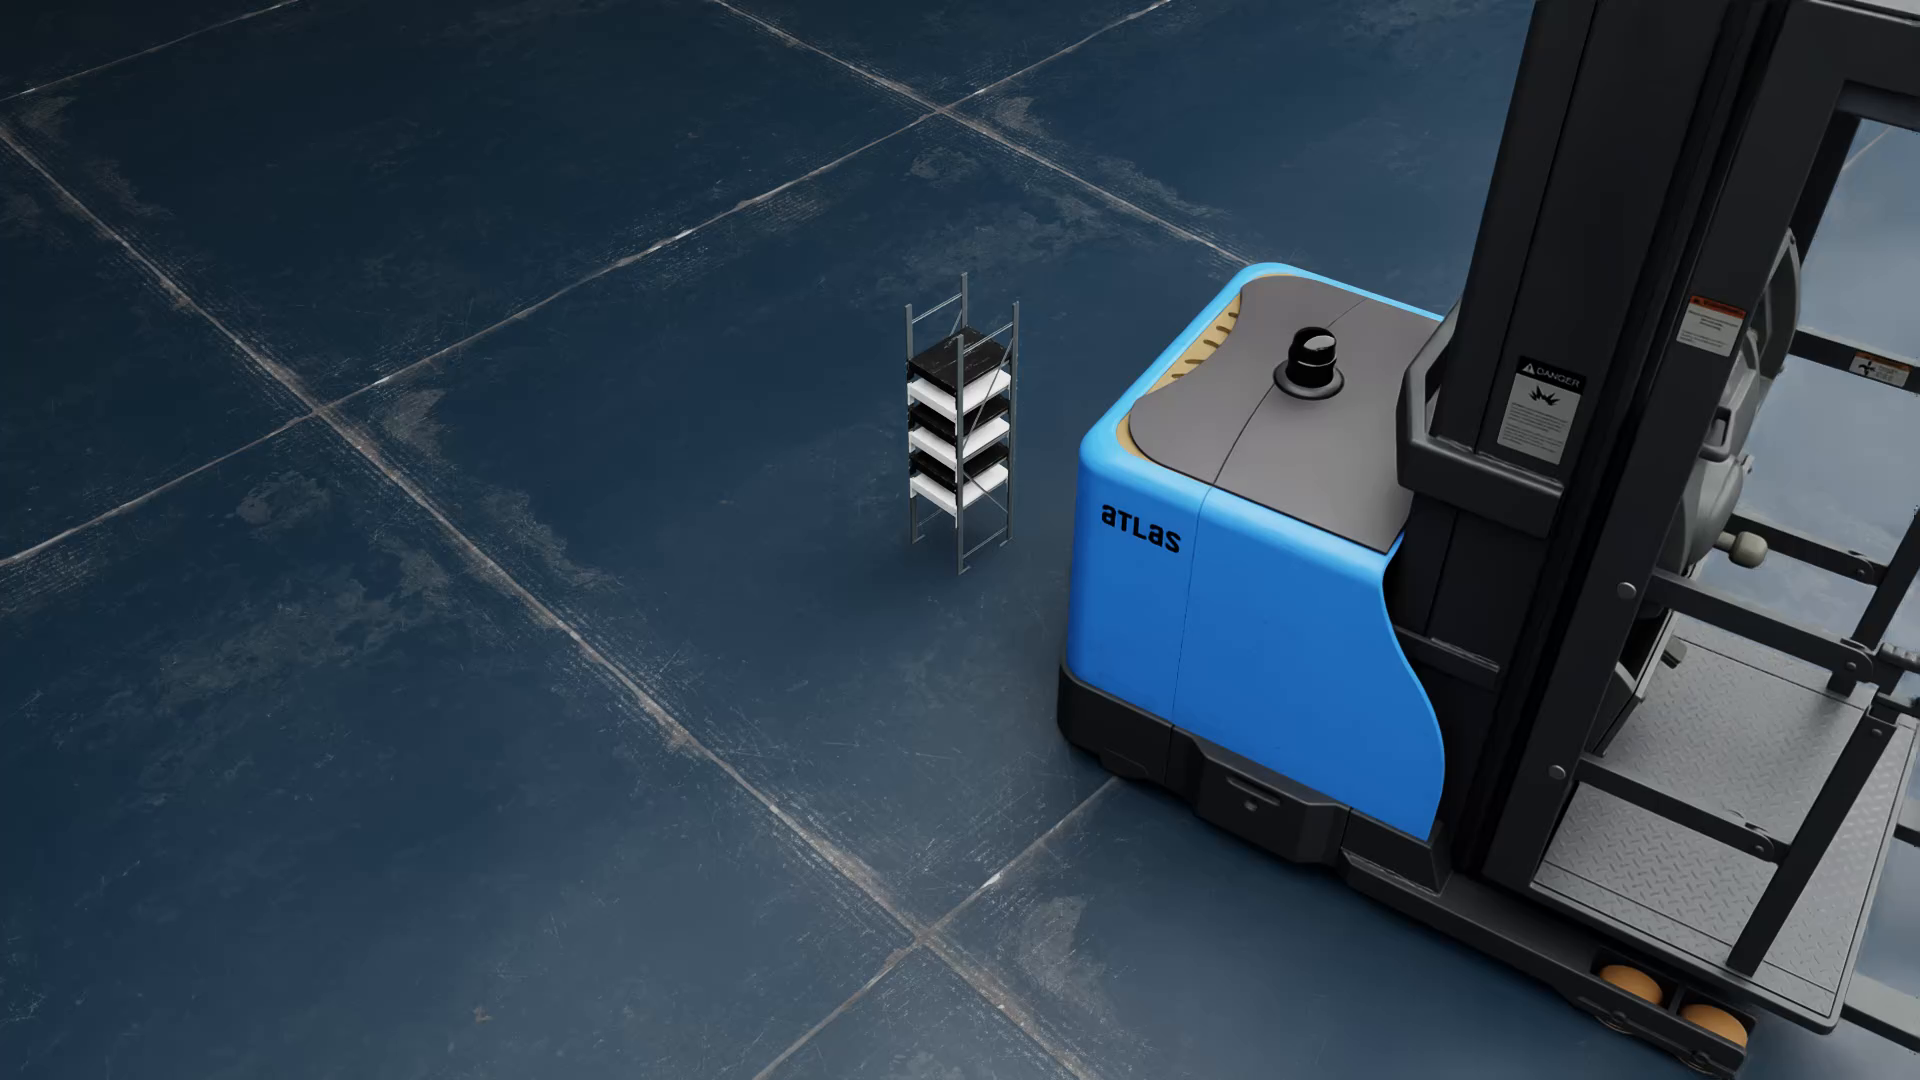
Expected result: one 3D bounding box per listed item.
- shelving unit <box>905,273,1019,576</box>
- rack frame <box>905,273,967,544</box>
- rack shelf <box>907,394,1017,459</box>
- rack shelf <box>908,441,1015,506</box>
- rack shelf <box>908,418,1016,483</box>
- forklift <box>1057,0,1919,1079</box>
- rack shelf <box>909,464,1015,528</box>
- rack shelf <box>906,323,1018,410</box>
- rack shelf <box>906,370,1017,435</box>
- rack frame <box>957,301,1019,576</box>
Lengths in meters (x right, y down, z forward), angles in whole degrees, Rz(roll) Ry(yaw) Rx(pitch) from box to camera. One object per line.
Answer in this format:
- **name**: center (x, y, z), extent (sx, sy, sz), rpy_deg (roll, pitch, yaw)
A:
- **shelving unit**: center (0.006, -0.327, 4.940), extent (0.258, 0.900, 0.210), rpy_deg (-34, 53, -31)
- **rack frame**: center (-0.066, -0.375, 4.993), extent (0.240, 0.900, 0.006), rpy_deg (-34, 53, -31)
- **rack shelf**: center (0.006, -0.368, 4.902), extent (0.258, 0.077, 0.200), rpy_deg (-34, 53, -31)
- **rack shelf**: center (0.006, -0.236, 5.024), extent (0.258, 0.077, 0.200), rpy_deg (-34, 53, -31)
- **rack shelf**: center (0.006, -0.302, 4.963), extent (0.258, 0.077, 0.200), rpy_deg (-34, 53, -31)
- **forklift**: center (1.782, -0.243, 3.353), extent (3.031, 2.935, 1.130), rpy_deg (24, 48, 24)
- **rack shelf**: center (0.006, -0.170, 5.085), extent (0.258, 0.077, 0.200), rpy_deg (-34, 53, -31)
- **rack shelf**: center (0.006, -0.500, 4.780), extent (0.258, 0.077, 0.200), rpy_deg (-34, 53, -31)
- **rack shelf**: center (0.006, -0.434, 4.841), extent (0.258, 0.077, 0.200), rpy_deg (-34, 53, -31)
- **rack frame**: center (0.078, -0.278, 4.888), extent (0.240, 0.900, 0.006), rpy_deg (-34, 53, -31)
